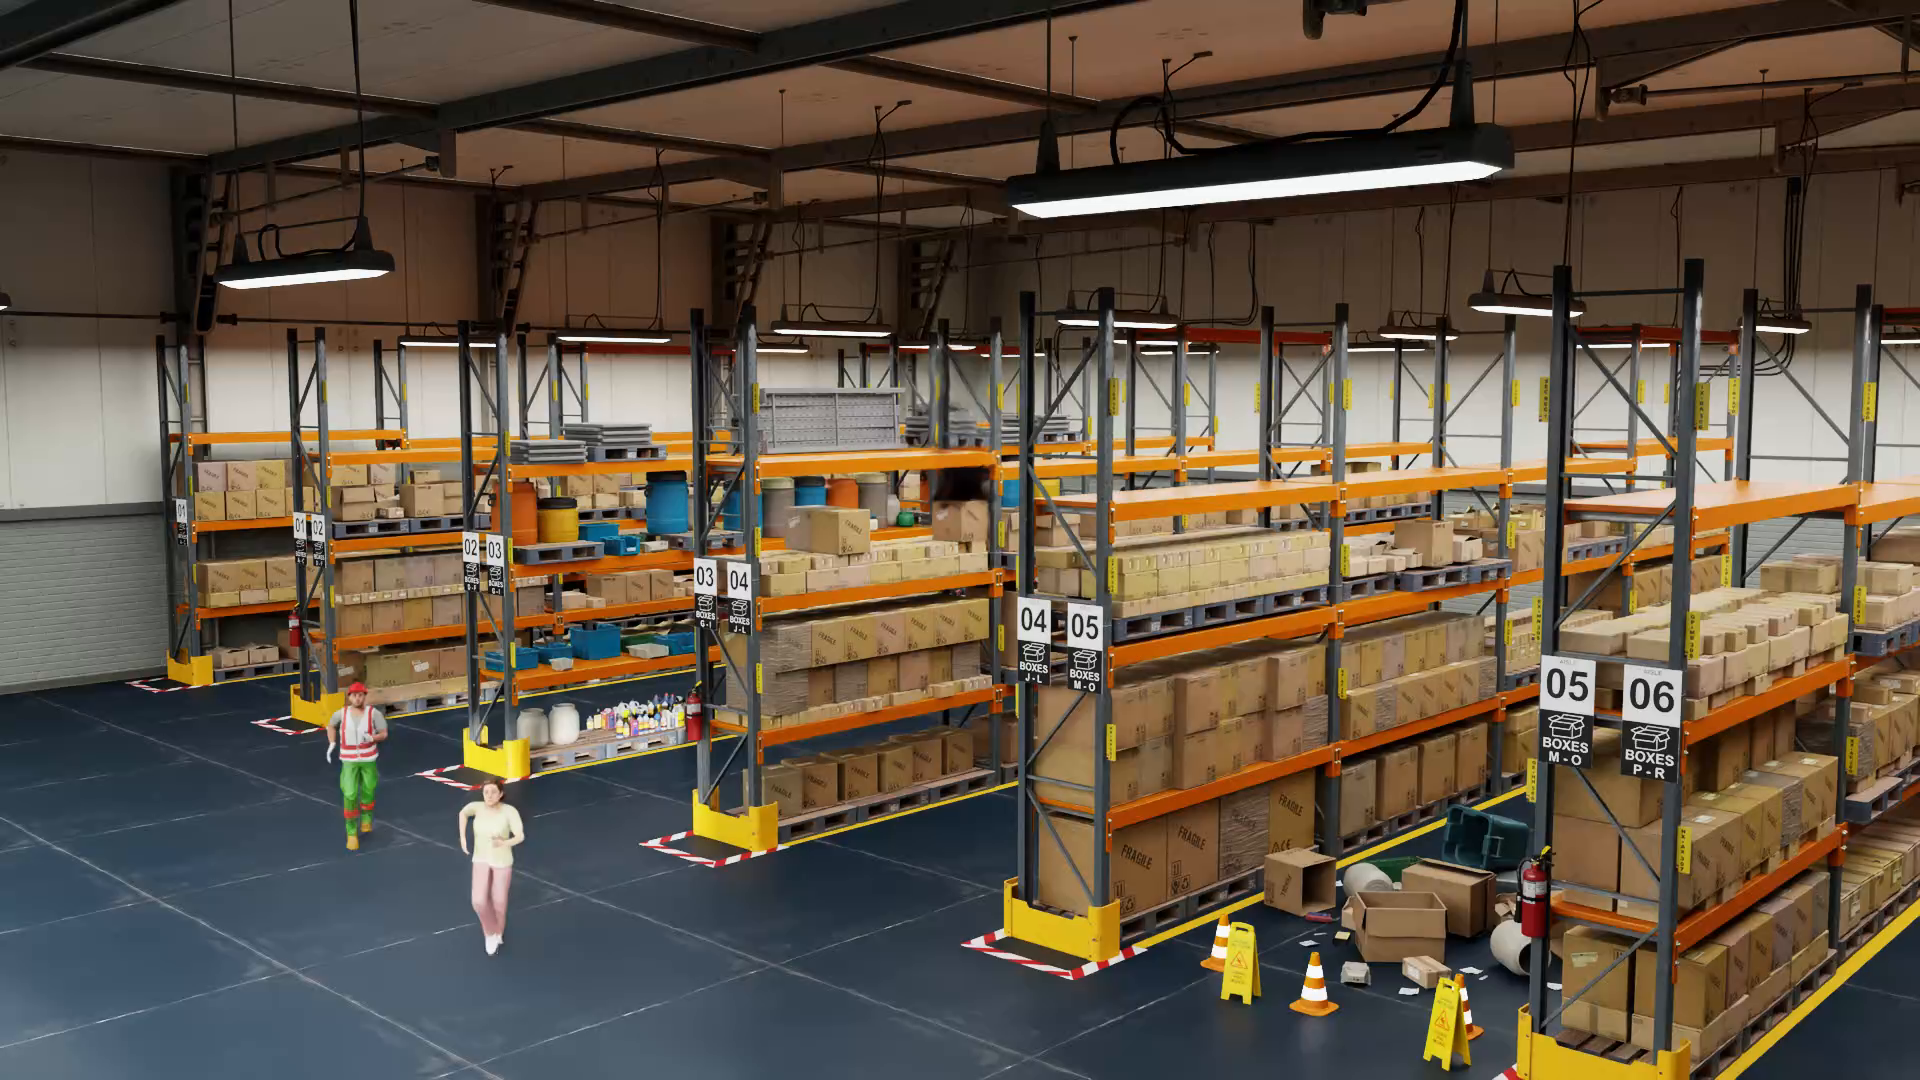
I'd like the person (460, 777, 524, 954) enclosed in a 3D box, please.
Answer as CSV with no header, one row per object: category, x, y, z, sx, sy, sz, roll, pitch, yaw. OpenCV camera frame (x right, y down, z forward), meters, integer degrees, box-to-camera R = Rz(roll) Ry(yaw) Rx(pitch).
person,-4.220,2.922,14.986,0.609,1.618,0.756,-1,5,-6

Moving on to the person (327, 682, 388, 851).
person,-6.767,2.516,18.697,0.654,1.849,0.794,-2,6,-22
